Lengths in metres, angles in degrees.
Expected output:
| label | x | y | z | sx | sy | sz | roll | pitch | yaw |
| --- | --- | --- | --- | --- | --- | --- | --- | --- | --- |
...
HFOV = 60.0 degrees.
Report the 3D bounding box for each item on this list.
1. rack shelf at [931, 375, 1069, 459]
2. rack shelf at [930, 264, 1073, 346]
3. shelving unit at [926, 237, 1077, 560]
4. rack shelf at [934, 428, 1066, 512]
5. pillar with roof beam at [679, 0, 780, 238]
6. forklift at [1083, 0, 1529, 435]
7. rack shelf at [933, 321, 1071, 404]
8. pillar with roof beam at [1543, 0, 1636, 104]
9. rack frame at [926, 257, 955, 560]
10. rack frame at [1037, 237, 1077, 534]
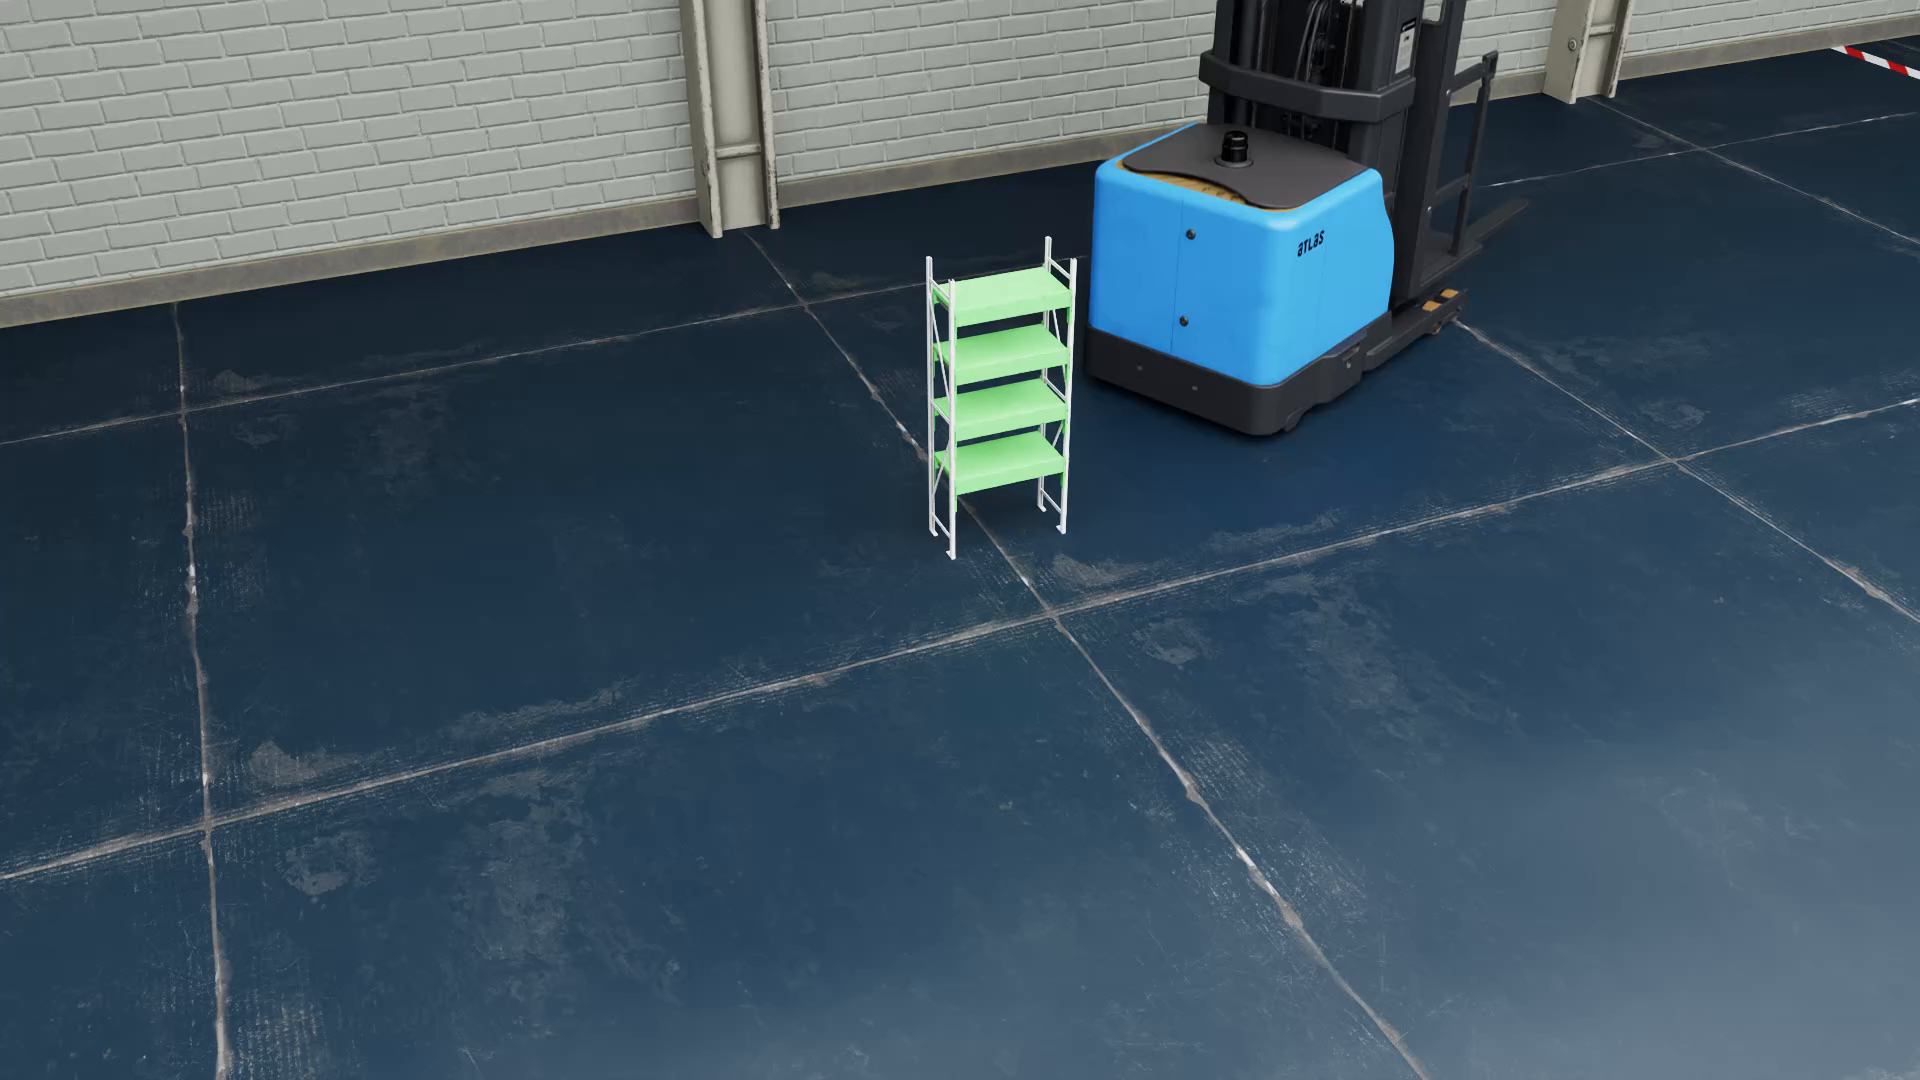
| label | x | y | z | sx | sy | sz | roll | pitch | yaw |
| --- | --- | --- | --- | --- | --- | --- | --- | --- | --- |
| rack shelf | 0.153 | -0.484 | 6.511 | 0.480 | 0.148 | 0.258 | -13 | 35 | -19 |
| rack shelf | 0.153 | -0.887 | 6.250 | 0.480 | 0.148 | 0.258 | -13 | 35 | -19 |
| shelving unit | 0.153 | -0.538 | 6.476 | 0.503 | 1.200 | 0.258 | -13 | 35 | -19 |
| rack shelf | 0.153 | -0.283 | 6.642 | 0.480 | 0.148 | 0.258 | -13 | 35 | -19 |
| pillar with roof beam | 0.399 | -3.425 | 3.762 | 0.400 | 9.000 | 9.100 | -13 | 35 | -19 |
| forklift | 1.923 | -2.416 | 7.776 | 1.130 | 2.935 | 3.031 | 25 | 41 | 33 |
| rack shelf | 0.153 | -0.685 | 6.380 | 0.480 | 0.148 | 0.258 | -13 | 35 | -19 |
| pillar with roof beam | 5.932 | -4.691 | 5.709 | 0.400 | 9.000 | 9.100 | -13 | 35 | -19 |
| rack frame | -0.072 | -0.486 | 6.397 | 0.015 | 1.200 | 0.240 | -13 | 35 | -19 |
| rack frame | 0.378 | -0.589 | 6.556 | 0.015 | 1.200 | 0.240 | -13 | 35 | -19 |
